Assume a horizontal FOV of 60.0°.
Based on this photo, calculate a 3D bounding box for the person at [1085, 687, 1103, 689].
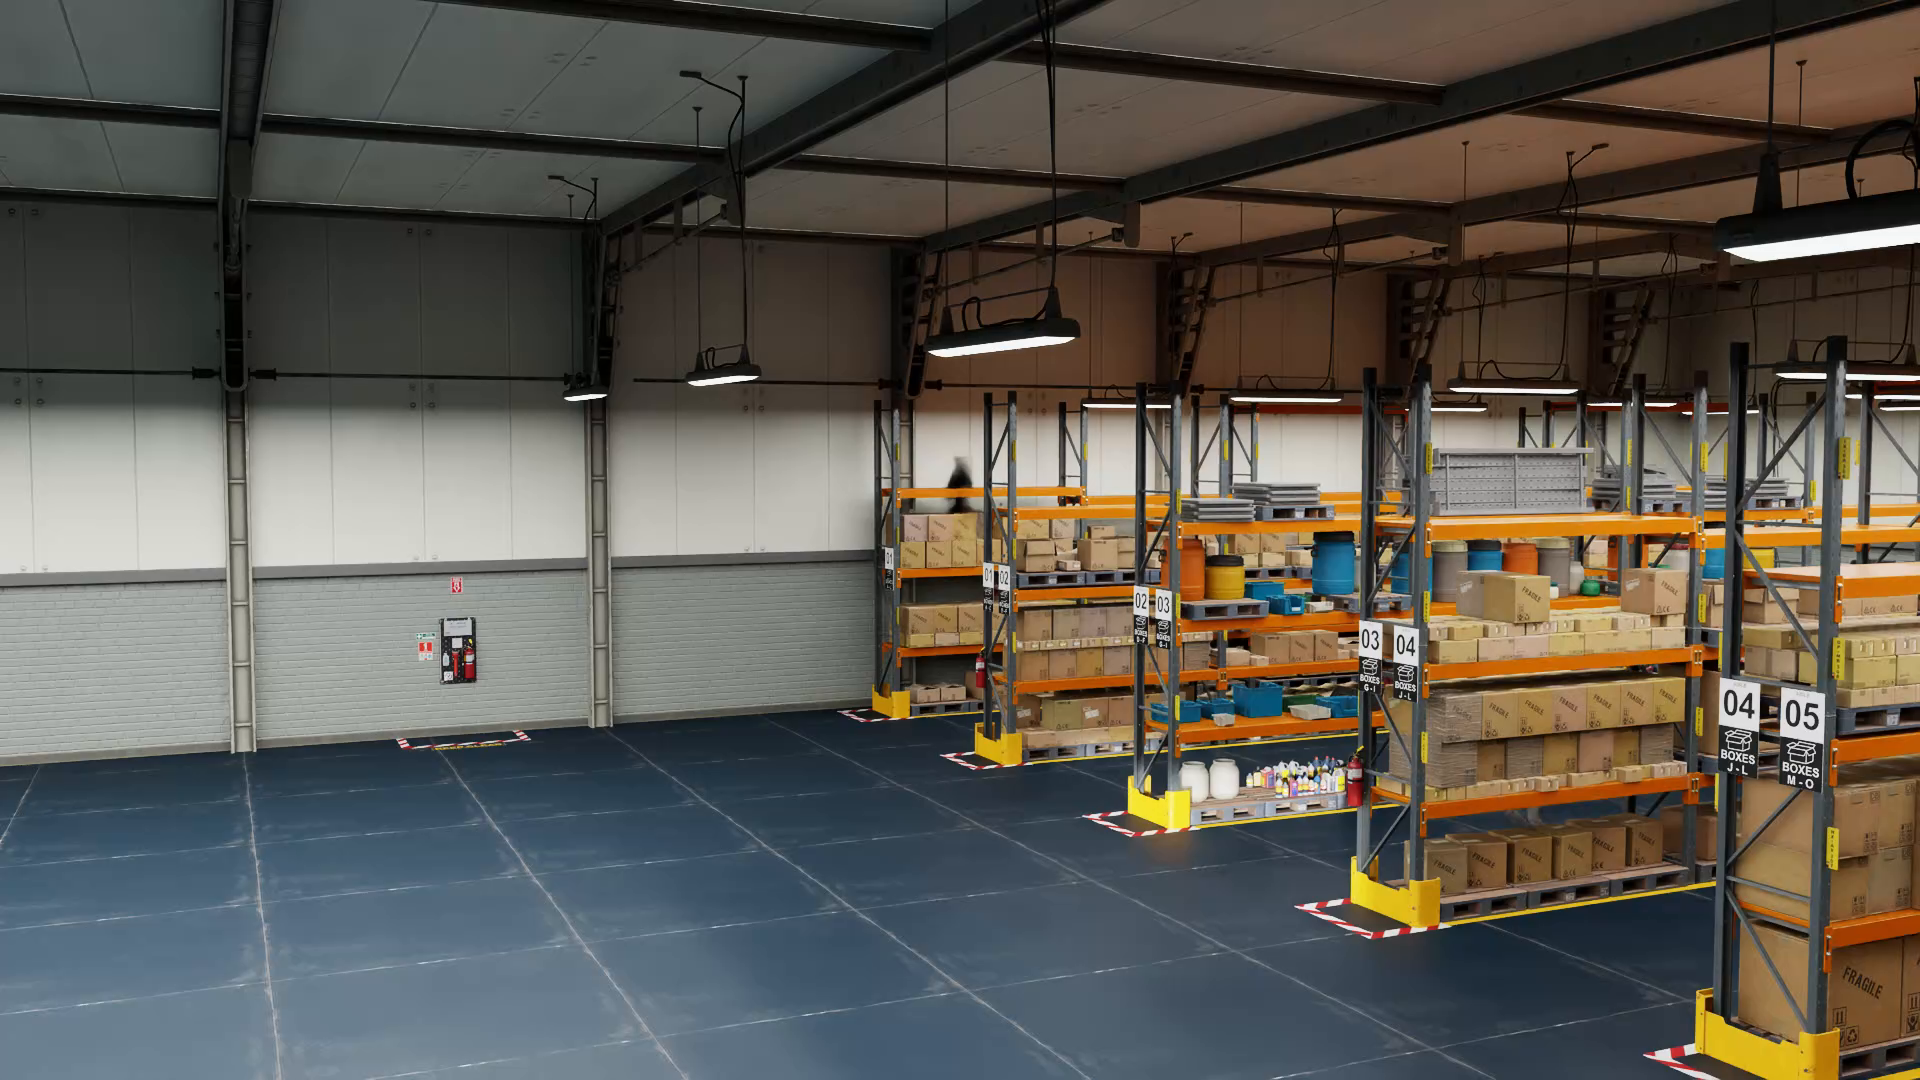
[{"bbox_3d":[2.423,2.613,29.935,0.949,1.589,0.675,-1,4,-19],"label":"person"}]

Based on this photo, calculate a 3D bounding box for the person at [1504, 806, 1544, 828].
[{"bbox_3d":[7.112,3.122,20.947,0.748,1.627,0.596,-1,3,-17],"label":"person"}]

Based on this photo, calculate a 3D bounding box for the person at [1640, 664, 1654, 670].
[{"bbox_3d":[12.548,2.560,29.707,0.827,1.810,0.675,-1,3,-17],"label":"person"}]
